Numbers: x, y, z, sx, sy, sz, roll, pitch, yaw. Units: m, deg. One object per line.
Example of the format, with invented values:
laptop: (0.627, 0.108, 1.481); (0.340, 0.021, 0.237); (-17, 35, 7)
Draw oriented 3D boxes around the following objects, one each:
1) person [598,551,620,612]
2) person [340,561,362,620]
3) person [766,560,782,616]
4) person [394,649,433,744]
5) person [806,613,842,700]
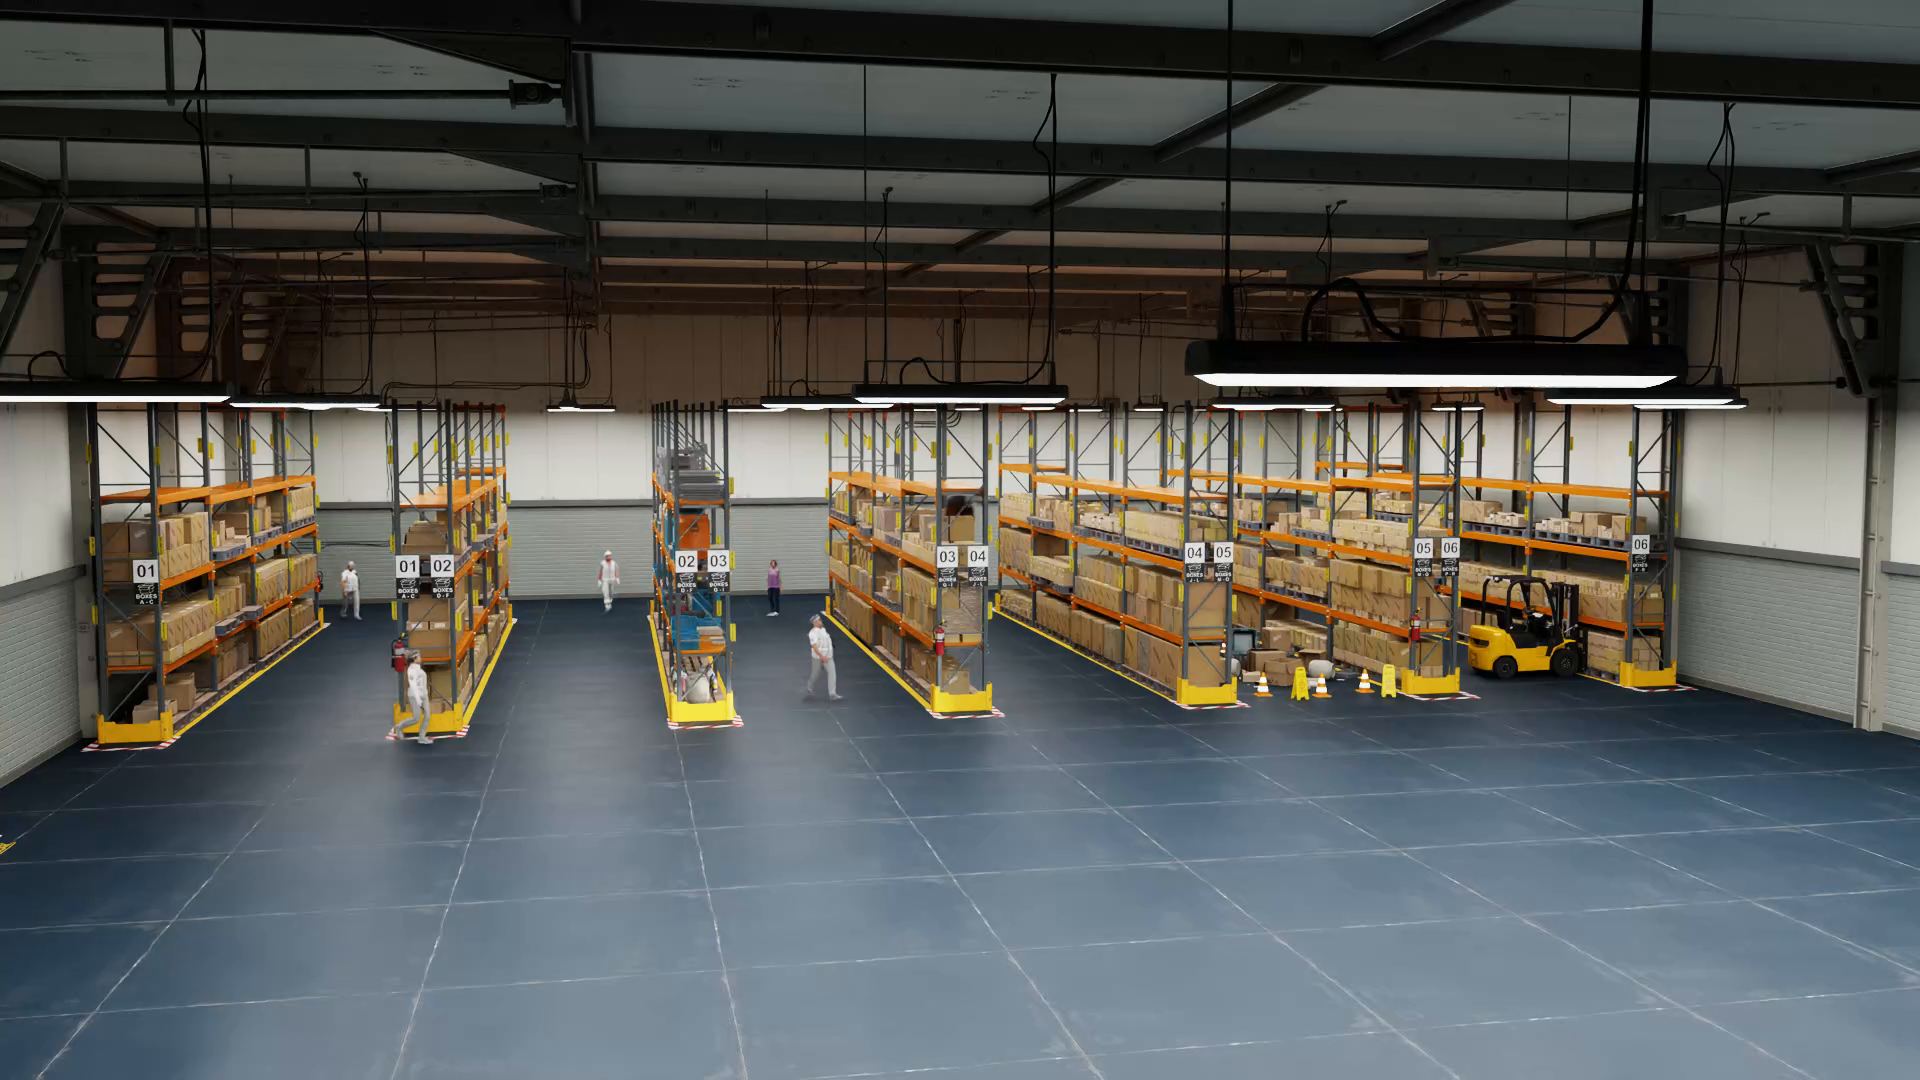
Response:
person: (-10.154, 1.194, 48.138); (0.582, 1.731, 1.022); (-2, 5, -21)
person: (-17.016, 1.406, 46.395); (0.497, 1.622, 0.954); (-3, 5, -37)
person: (-5.315, 1.378, 47.356); (0.500, 1.638, 0.355); (2, 5, 23)
person: (-9.470, 2.707, 28.848); (0.652, 1.652, 0.459); (1, 5, 18)
person: (-2.777, 2.343, 33.439); (0.537, 1.727, 1.028); (-3, 5, -34)
